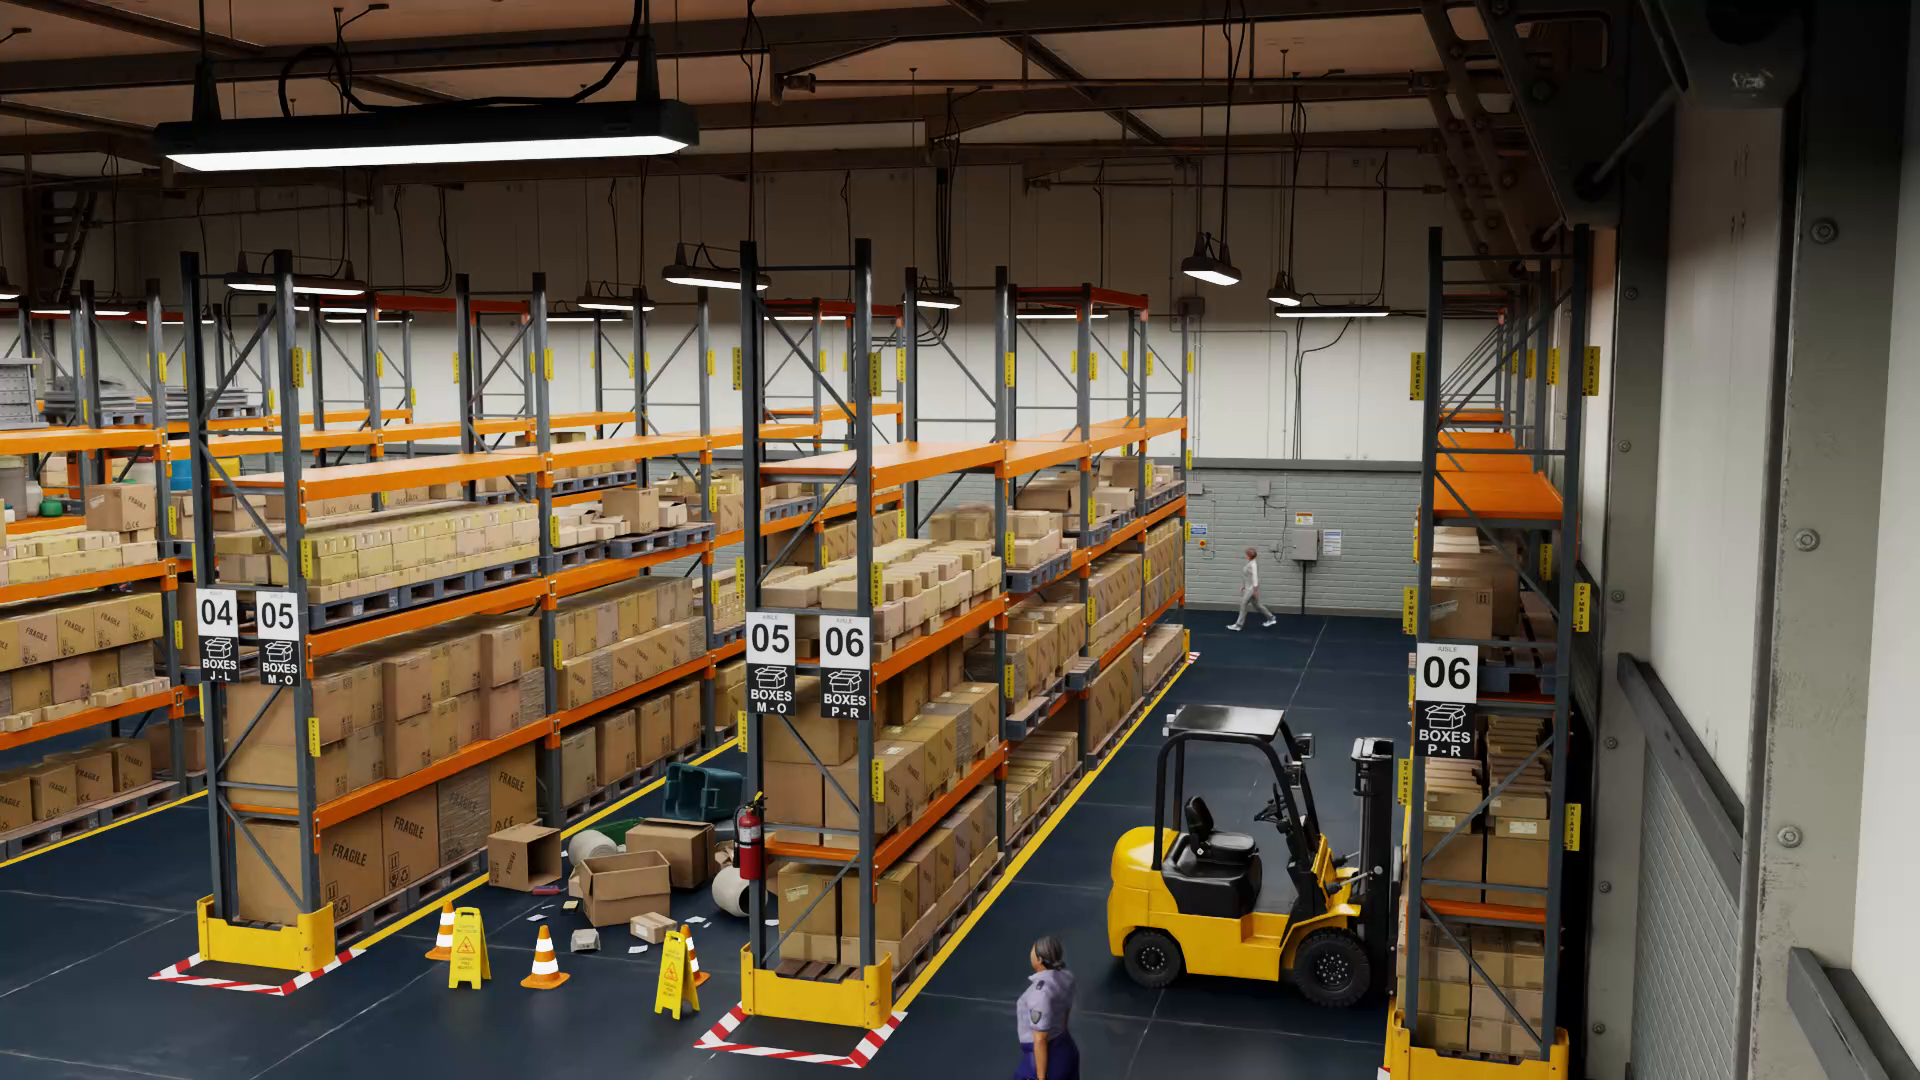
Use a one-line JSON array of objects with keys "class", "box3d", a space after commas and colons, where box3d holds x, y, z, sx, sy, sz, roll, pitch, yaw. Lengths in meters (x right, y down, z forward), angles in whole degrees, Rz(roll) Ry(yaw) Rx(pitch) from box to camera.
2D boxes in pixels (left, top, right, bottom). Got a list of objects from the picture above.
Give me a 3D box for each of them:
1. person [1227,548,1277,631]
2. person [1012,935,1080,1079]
[{"class": "person", "box3d": [5.465, 0.917, 31.051, 0.929, 1.563, 0.426, 0, 6, 4]}, {"class": "person", "box3d": [0.556, 3.217, 10.265, 0.921, 1.601, 0.479, 2, 7, 18]}]
